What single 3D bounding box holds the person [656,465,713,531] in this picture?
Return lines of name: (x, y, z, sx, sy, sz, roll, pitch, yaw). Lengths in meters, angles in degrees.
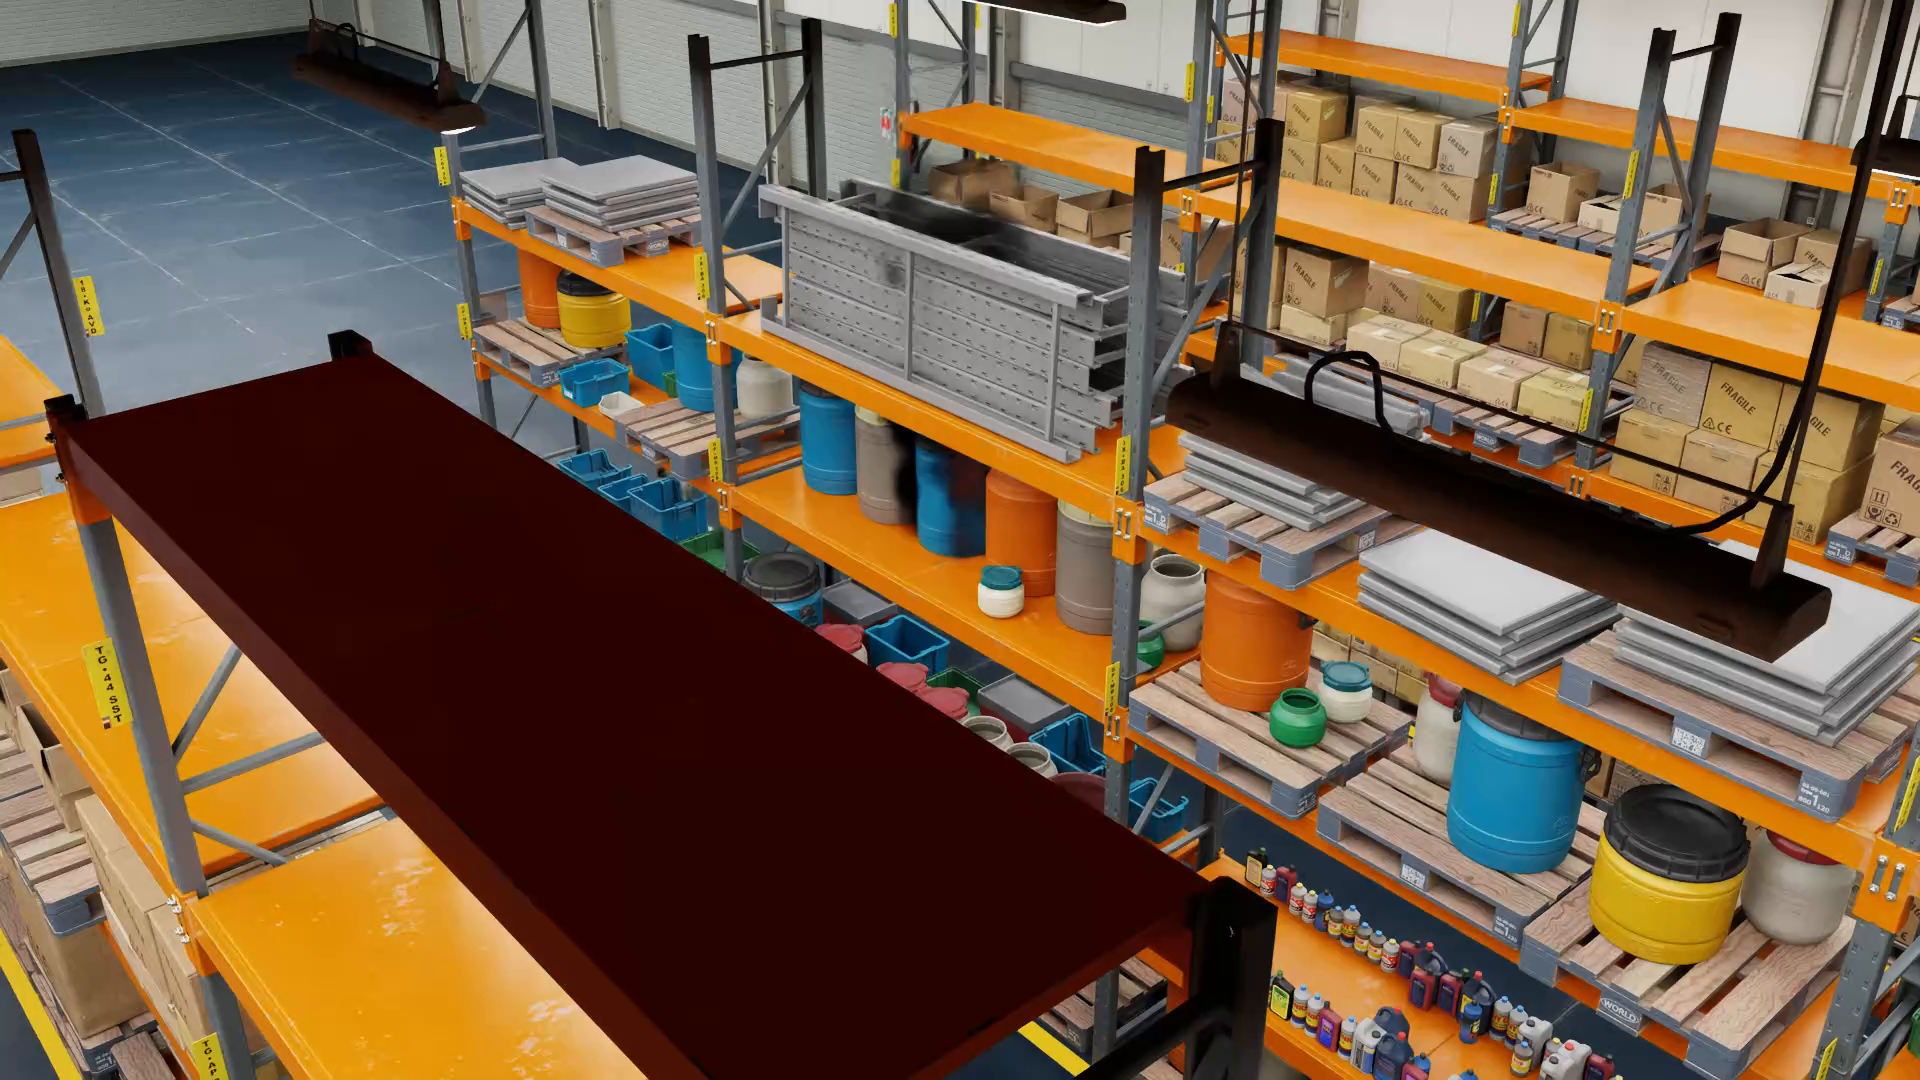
person: (-2.797, -0.561, 16.828, 0.835, 1.662, 0.568, 17, 31, 29)
